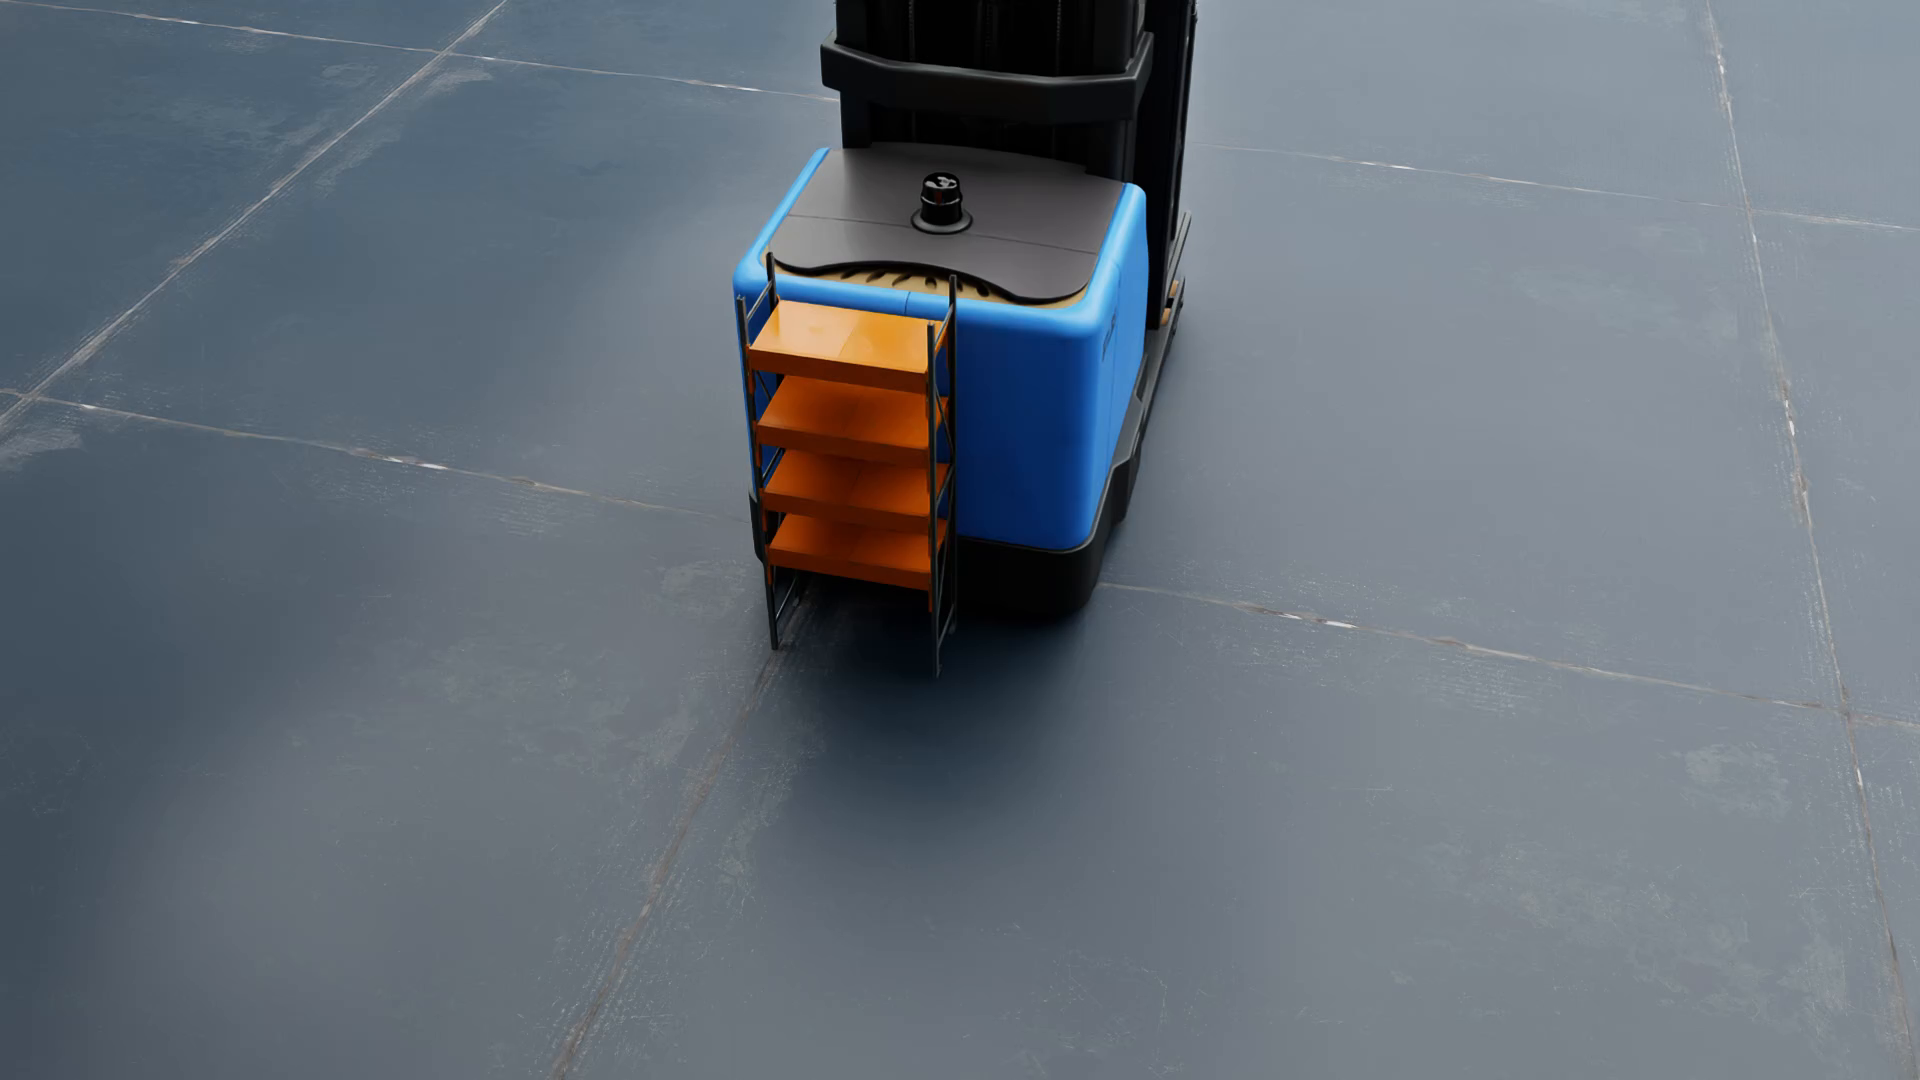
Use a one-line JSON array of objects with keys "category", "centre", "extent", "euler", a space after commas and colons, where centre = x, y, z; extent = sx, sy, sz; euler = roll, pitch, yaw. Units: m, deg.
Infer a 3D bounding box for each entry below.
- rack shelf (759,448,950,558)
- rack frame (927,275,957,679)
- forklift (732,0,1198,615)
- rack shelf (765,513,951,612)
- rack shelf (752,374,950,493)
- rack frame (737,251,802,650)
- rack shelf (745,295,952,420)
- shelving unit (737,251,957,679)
[{"category": "rack shelf", "centre": [-0.281, -0.122, 4.588], "extent": [0.480, 0.148, 0.258], "euler": [9, 41, 11]}, {"category": "rack frame", "centre": [-0.044, -0.135, 4.500], "extent": [0.015, 1.200, 0.240], "euler": [9, 41, 11]}, {"category": "forklift", "centre": [0.219, -1.858, 5.205], "extent": [1.130, 2.935, 3.031], "euler": [9, 41, 11]}, {"category": "rack shelf", "centre": [-0.281, 0.030, 4.716], "extent": [0.480, 0.148, 0.258], "euler": [9, 41, 11]}, {"category": "rack shelf", "centre": [-0.281, -0.293, 4.444], "extent": [0.480, 0.148, 0.258], "euler": [9, 41, 11]}, {"category": "rack frame", "centre": [-0.518, -0.211, 4.590], "extent": [0.015, 1.200, 0.240], "euler": [9, 41, 11]}, {"category": "rack shelf", "centre": [-0.281, -0.474, 4.292], "extent": [0.480, 0.148, 0.258], "euler": [9, 41, 11]}, {"category": "shelving unit", "centre": [-0.281, -0.173, 4.545], "extent": [0.503, 1.200, 0.258], "euler": [9, 41, 11]}]
